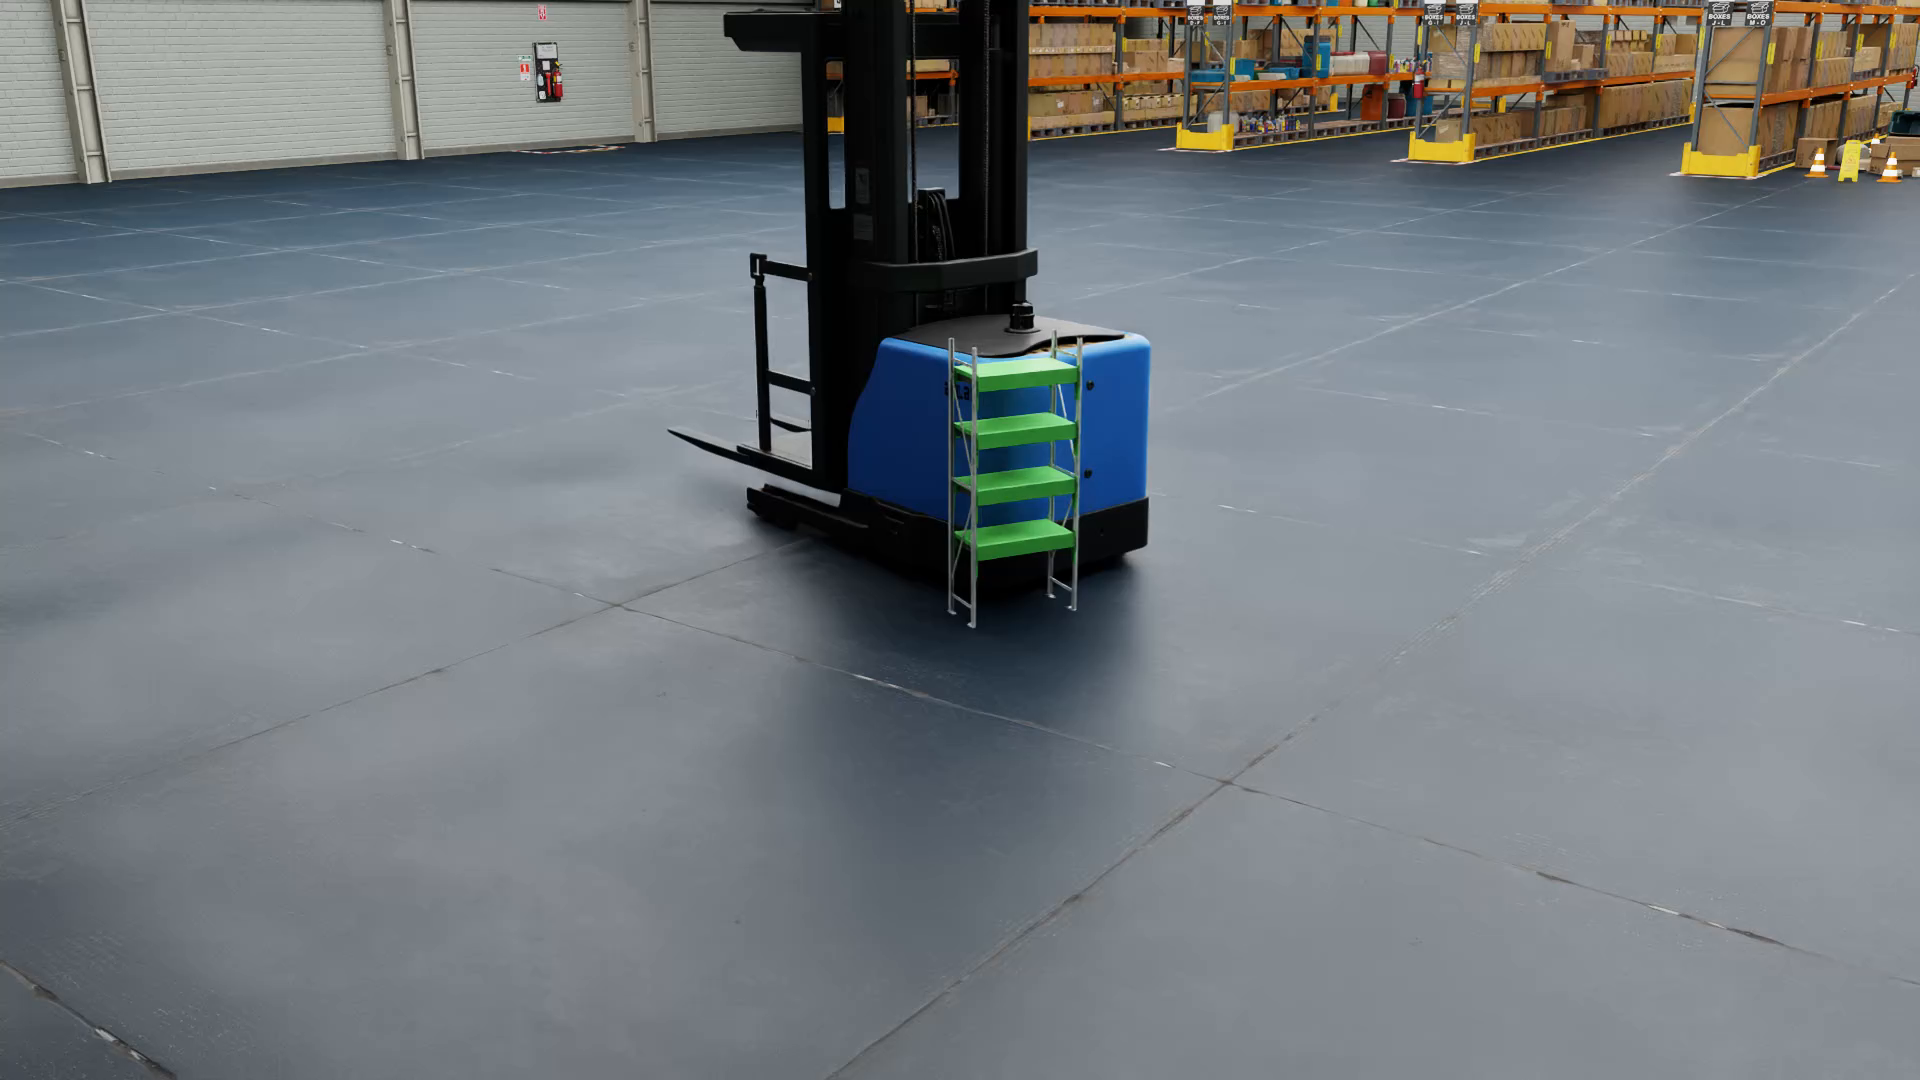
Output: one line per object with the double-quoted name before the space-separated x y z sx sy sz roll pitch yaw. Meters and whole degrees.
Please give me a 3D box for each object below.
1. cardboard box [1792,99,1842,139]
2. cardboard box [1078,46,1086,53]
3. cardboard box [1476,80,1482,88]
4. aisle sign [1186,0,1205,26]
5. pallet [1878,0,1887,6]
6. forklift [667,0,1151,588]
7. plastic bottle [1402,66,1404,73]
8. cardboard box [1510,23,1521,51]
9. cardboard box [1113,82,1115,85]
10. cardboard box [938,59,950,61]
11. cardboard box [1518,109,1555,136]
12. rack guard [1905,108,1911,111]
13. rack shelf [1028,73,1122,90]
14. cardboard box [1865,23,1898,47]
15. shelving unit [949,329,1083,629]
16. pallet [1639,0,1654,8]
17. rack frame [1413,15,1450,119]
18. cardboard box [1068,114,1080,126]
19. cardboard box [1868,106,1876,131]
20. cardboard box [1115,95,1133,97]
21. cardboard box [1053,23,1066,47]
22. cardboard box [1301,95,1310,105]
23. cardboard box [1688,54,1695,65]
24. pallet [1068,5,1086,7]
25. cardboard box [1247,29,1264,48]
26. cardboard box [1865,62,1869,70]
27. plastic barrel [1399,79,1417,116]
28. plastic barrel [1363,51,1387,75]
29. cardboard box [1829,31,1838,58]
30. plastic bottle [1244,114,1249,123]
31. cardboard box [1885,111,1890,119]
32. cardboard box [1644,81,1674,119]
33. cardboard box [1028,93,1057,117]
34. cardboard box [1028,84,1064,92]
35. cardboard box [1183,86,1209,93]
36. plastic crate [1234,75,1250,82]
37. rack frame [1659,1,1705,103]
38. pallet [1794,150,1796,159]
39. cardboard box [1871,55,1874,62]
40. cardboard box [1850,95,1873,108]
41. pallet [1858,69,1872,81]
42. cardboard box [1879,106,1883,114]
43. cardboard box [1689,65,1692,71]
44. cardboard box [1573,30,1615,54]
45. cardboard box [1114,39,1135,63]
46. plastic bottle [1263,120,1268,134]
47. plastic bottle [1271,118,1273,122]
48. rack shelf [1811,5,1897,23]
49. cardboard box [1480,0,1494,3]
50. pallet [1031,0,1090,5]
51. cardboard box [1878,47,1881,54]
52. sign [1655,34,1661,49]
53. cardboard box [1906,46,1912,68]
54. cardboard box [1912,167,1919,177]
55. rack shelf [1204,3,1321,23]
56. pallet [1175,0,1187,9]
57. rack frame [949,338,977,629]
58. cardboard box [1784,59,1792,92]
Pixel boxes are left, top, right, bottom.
"cardboard box" 17.231 -8.551 33.808 1.050 0.750 0.750 12 21 34
"cardboard box" 2.658 -11.206 38.010 0.380 0.149 0.250 13 22 36
"cardboard box" 9.502 -8.511 31.017 0.380 0.149 0.250 12 21 35
"aisle sign" 4.717 -10.701 33.263 0.394 0.787 0.004 12 21 35
"pallet" 18.981 -11.474 35.393 1.213 0.211 1.003 12 21 35
"forklift" -0.447 -1.552 8.299 1.130 2.935 3.031 -14 22 -39
"plastic bottle" 10.729 -11.446 40.379 0.097 0.201 0.097 0 17 0
"cardboard box" 10.416 -9.657 31.927 0.500 0.500 0.500 12 21 35
"cardboard box" 4.474 -13.510 49.105 0.380 0.149 0.250 12 21 34
"cardboard box" -0.608 -12.257 41.610 0.500 0.500 0.500 12 21 35
"cardboard box" 12.042 -8.771 34.904 0.700 0.500 0.500 12 21 34
"rack guard" 22.387 -10.248 40.401 1.175 0.500 0.348 12 21 35
"rack shelf" 2.214 -10.434 37.997 1.077 0.370 4.000 12 21 35
"cardboard box" 20.514 -11.239 37.020 0.500 0.500 0.500 13 22 36
"shelving unit" 0.230 -0.262 7.064 0.503 1.200 0.258 -8 19 -25
"pallet" 15.620 -12.522 38.772 0.805 0.209 1.217 11 21 33
"rack frame" 12.149 -12.283 42.738 1.000 3.000 0.127 12 21 35
"cardboard box" 2.416 -9.634 38.136 0.500 0.250 0.500 12 21 35
"cardboard box" 19.811 -9.293 36.618 0.500 0.500 0.500 12 21 34
"cardboard box" 4.021 -10.799 40.944 0.500 0.311 0.500 12 21 35
"cardboard box" 1.951 -11.336 37.334 0.700 0.500 0.500 13 21 35
"cardboard box" 9.840 -12.615 47.702 0.500 0.250 0.500 12 21 35
"cardboard box" 18.434 -12.268 42.443 0.500 0.250 0.500 12 21 34
"pallet" 2.814 -14.853 46.275 1.003 0.211 1.213 14 22 37
"cardboard box" 8.266 -13.850 45.932 0.500 0.500 0.500 13 21 35
"cardboard box" 19.198 -10.147 35.577 0.380 0.149 0.250 14 22 37
"plastic barrel" 11.389 -11.186 42.037 0.600 0.901 0.708 12 21 35
"plastic barrel" 9.732 -11.231 39.122 0.600 0.536 0.708 12 21 35
"cardboard box" 16.786 -9.731 32.667 0.700 0.500 0.500 12 21 34
"plastic bottle" 6.202 -9.057 36.076 0.144 0.351 0.185 12 21 34
"cardboard box" 21.265 -9.832 38.446 0.380 0.149 0.250 12 21 34
"cardboard box" 17.120 -10.951 41.324 0.875 0.875 0.875 12 21 35
"cardboard box" 1.817 -9.754 37.260 0.500 0.500 0.500 12 21 35
"cardboard box" 2.352 -12.407 46.054 0.750 0.750 0.750 12 21 34
"cardboard box" 6.188 -11.859 43.583 0.500 0.250 0.500 13 22 37
"plastic crate" 5.790 -9.455 34.077 0.298 0.136 0.250 12 21 35
"rack frame" 18.510 -12.360 42.988 1.000 3.000 0.127 12 21 35
"pallet" 15.682 -7.467 31.933 1.003 0.211 1.213 12 21 35
"cardboard box" 19.505 -10.412 35.930 0.380 0.149 0.250 12 21 33
"cardboard box" 19.492 -9.530 36.116 0.500 0.250 0.500 14 22 37
"pallet" 18.813 -9.941 35.522 1.003 0.211 1.213 12 21 35
"cardboard box" 20.633 -9.731 37.616 0.380 0.149 0.250 14 22 37
"cardboard box" 18.408 -12.035 42.364 0.380 0.149 0.250 13 21 35
"cardboard box" 14.192 -11.153 37.240 0.797 0.503 0.637 13 22 37
"cardboard box" 4.528 -14.303 48.738 0.980 0.700 0.700 13 21 36
"plastic bottle" 6.479 -8.765 35.249 0.061 0.283 0.133 13 21 36
"plastic bottle" 6.737 -8.944 35.825 0.061 0.283 0.133 12 21 35
"rack shelf" 18.858 -11.120 35.148 1.077 0.370 4.000 12 21 35
"cardboard box" 9.471 -9.979 30.516 0.500 0.250 0.500 13 22 36
"pallet" 2.191 -12.147 37.392 1.003 0.211 1.213 12 21 35
"cardboard box" 19.967 -10.742 36.488 0.380 0.149 0.250 14 22 37
"sign" 16.568 -11.829 39.459 0.100 0.325 0.005 12 21 35
"cardboard box" 22.061 -11.375 39.146 0.500 0.500 0.500 12 21 34
"cardboard box" 16.093 -6.106 27.654 0.250 0.149 0.380 -7 19 -22
"rack shelf" 6.190 -10.990 34.731 1.077 0.370 4.000 12 21 35
"pallet" 5.457 -13.371 41.504 1.213 0.211 1.003 14 22 37
"rack frame" 0.010 -0.231 6.963 0.015 1.200 0.240 -8 19 -25
"cardboard box" 14.111 -8.196 29.327 0.875 0.550 0.500 12 21 35
